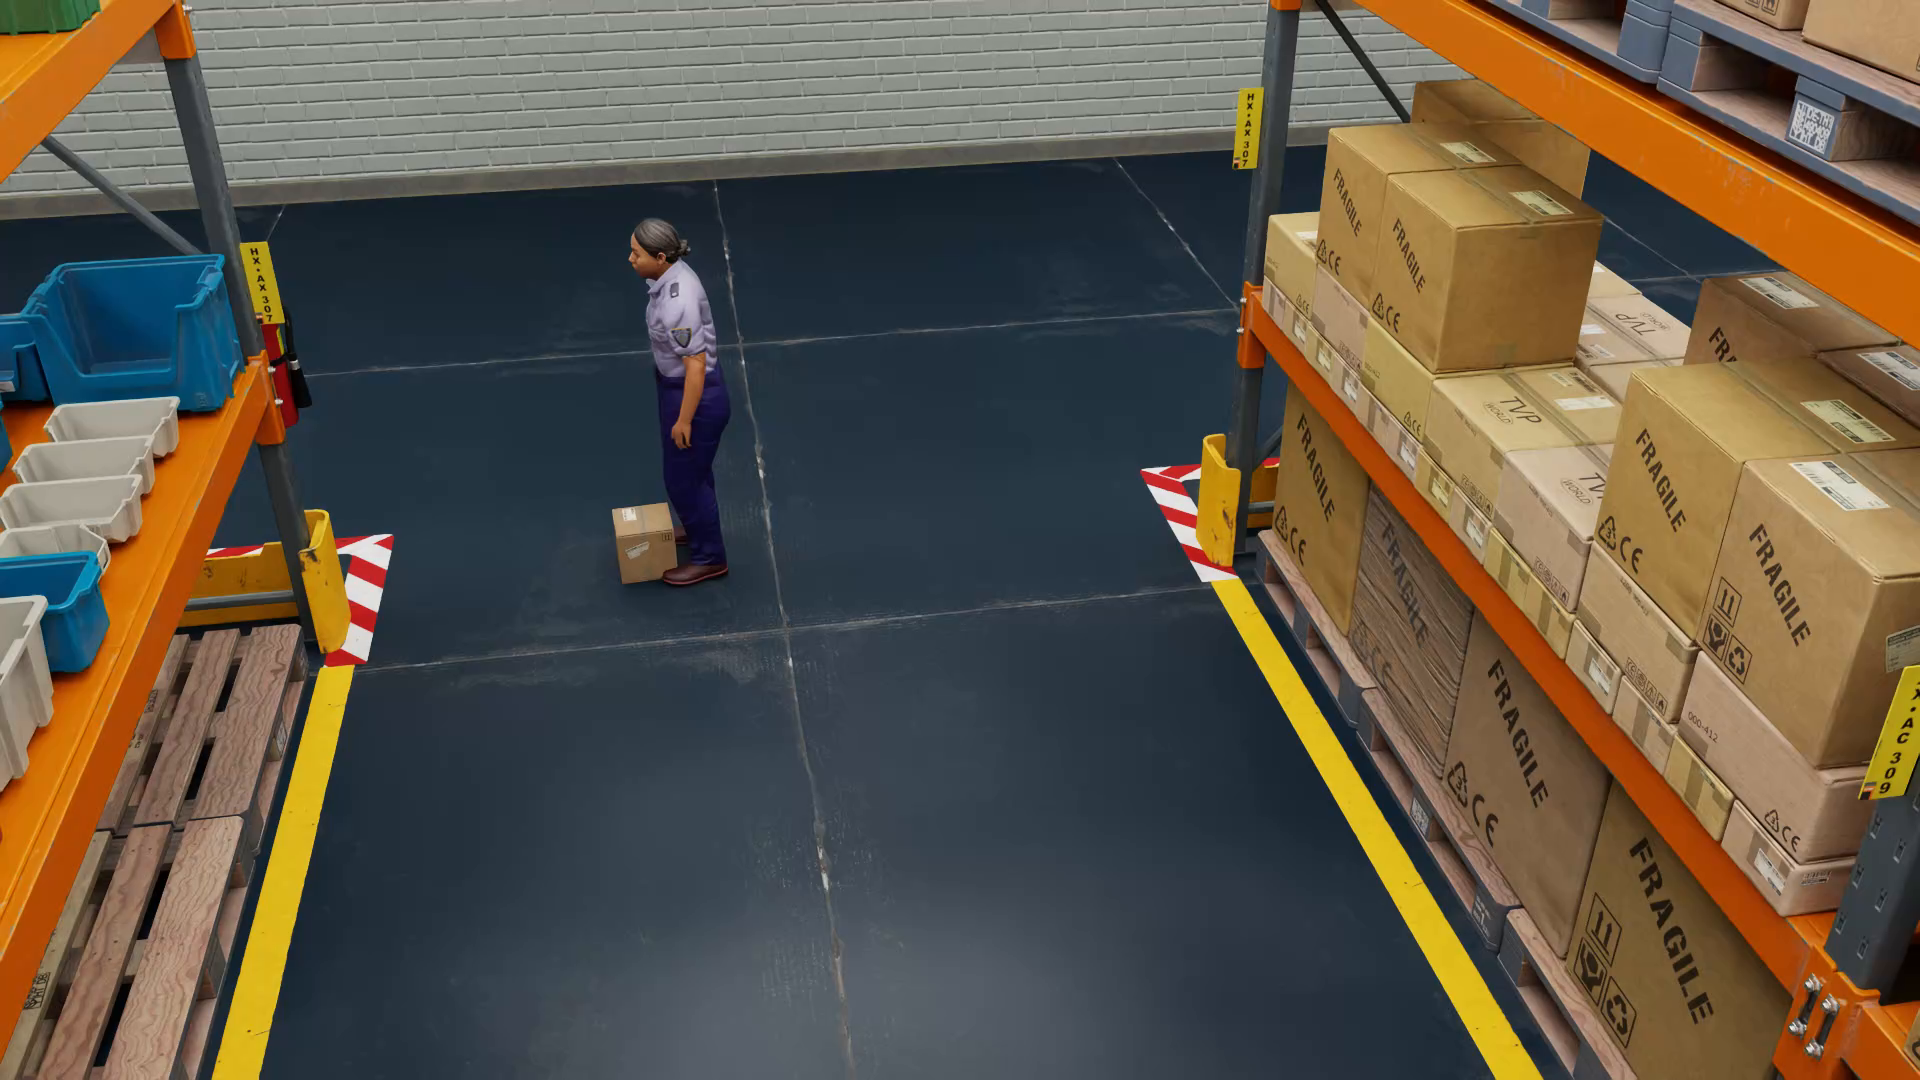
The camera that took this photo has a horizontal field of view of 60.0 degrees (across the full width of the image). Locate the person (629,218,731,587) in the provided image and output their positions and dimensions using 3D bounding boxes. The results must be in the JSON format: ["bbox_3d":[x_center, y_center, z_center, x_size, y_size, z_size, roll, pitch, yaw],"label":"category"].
[{"bbox_3d":[-1.183,-0.610,7.159,0.369,1.652,0.564,-7,32,-11],"label":"person"}]
